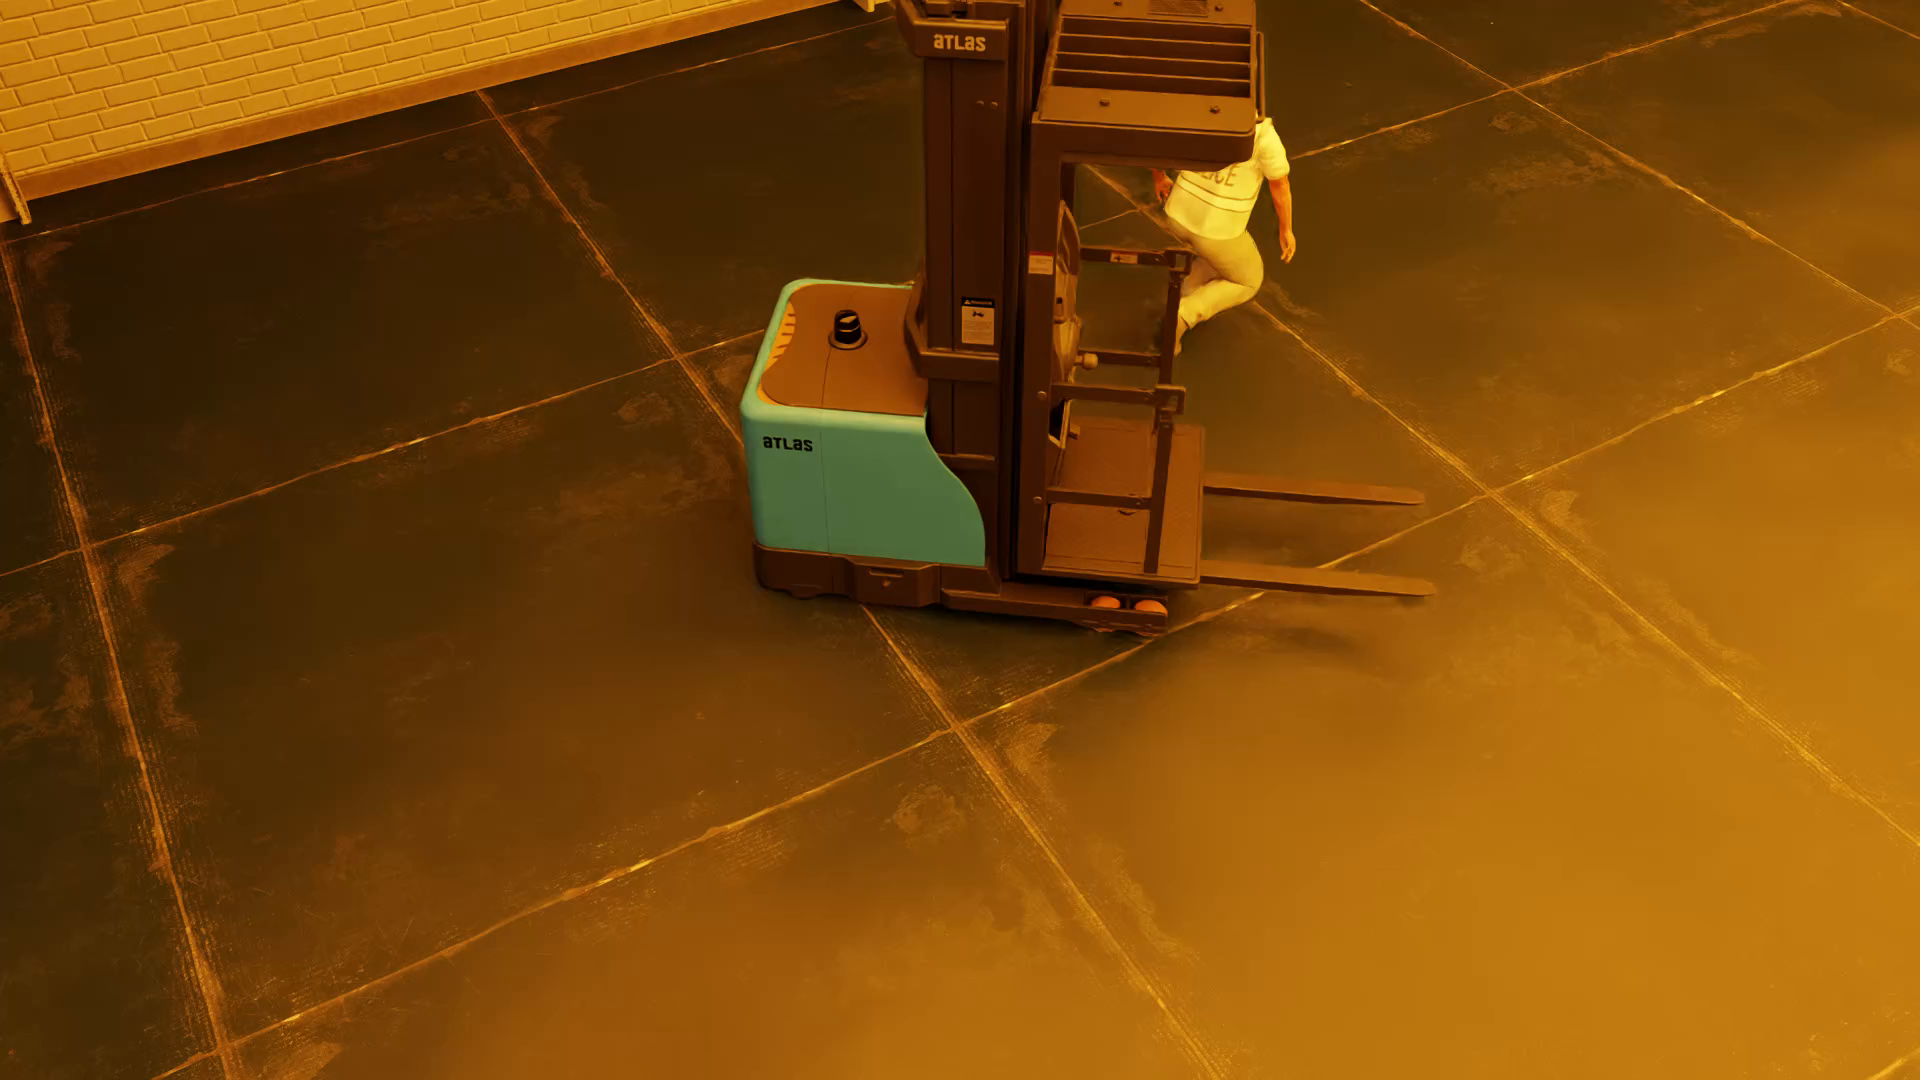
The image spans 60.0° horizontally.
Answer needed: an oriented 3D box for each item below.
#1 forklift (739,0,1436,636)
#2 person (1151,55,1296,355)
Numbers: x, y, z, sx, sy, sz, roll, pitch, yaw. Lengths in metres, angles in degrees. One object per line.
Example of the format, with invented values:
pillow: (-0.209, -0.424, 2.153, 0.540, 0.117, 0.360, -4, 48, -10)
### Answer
forklift: (0.623, -1.033, 6.812, 3.031, 2.935, 1.130, 5, 43, 5)
person: (1.291, -1.696, 8.575, 0.650, 1.547, 0.832, -30, 51, -28)
